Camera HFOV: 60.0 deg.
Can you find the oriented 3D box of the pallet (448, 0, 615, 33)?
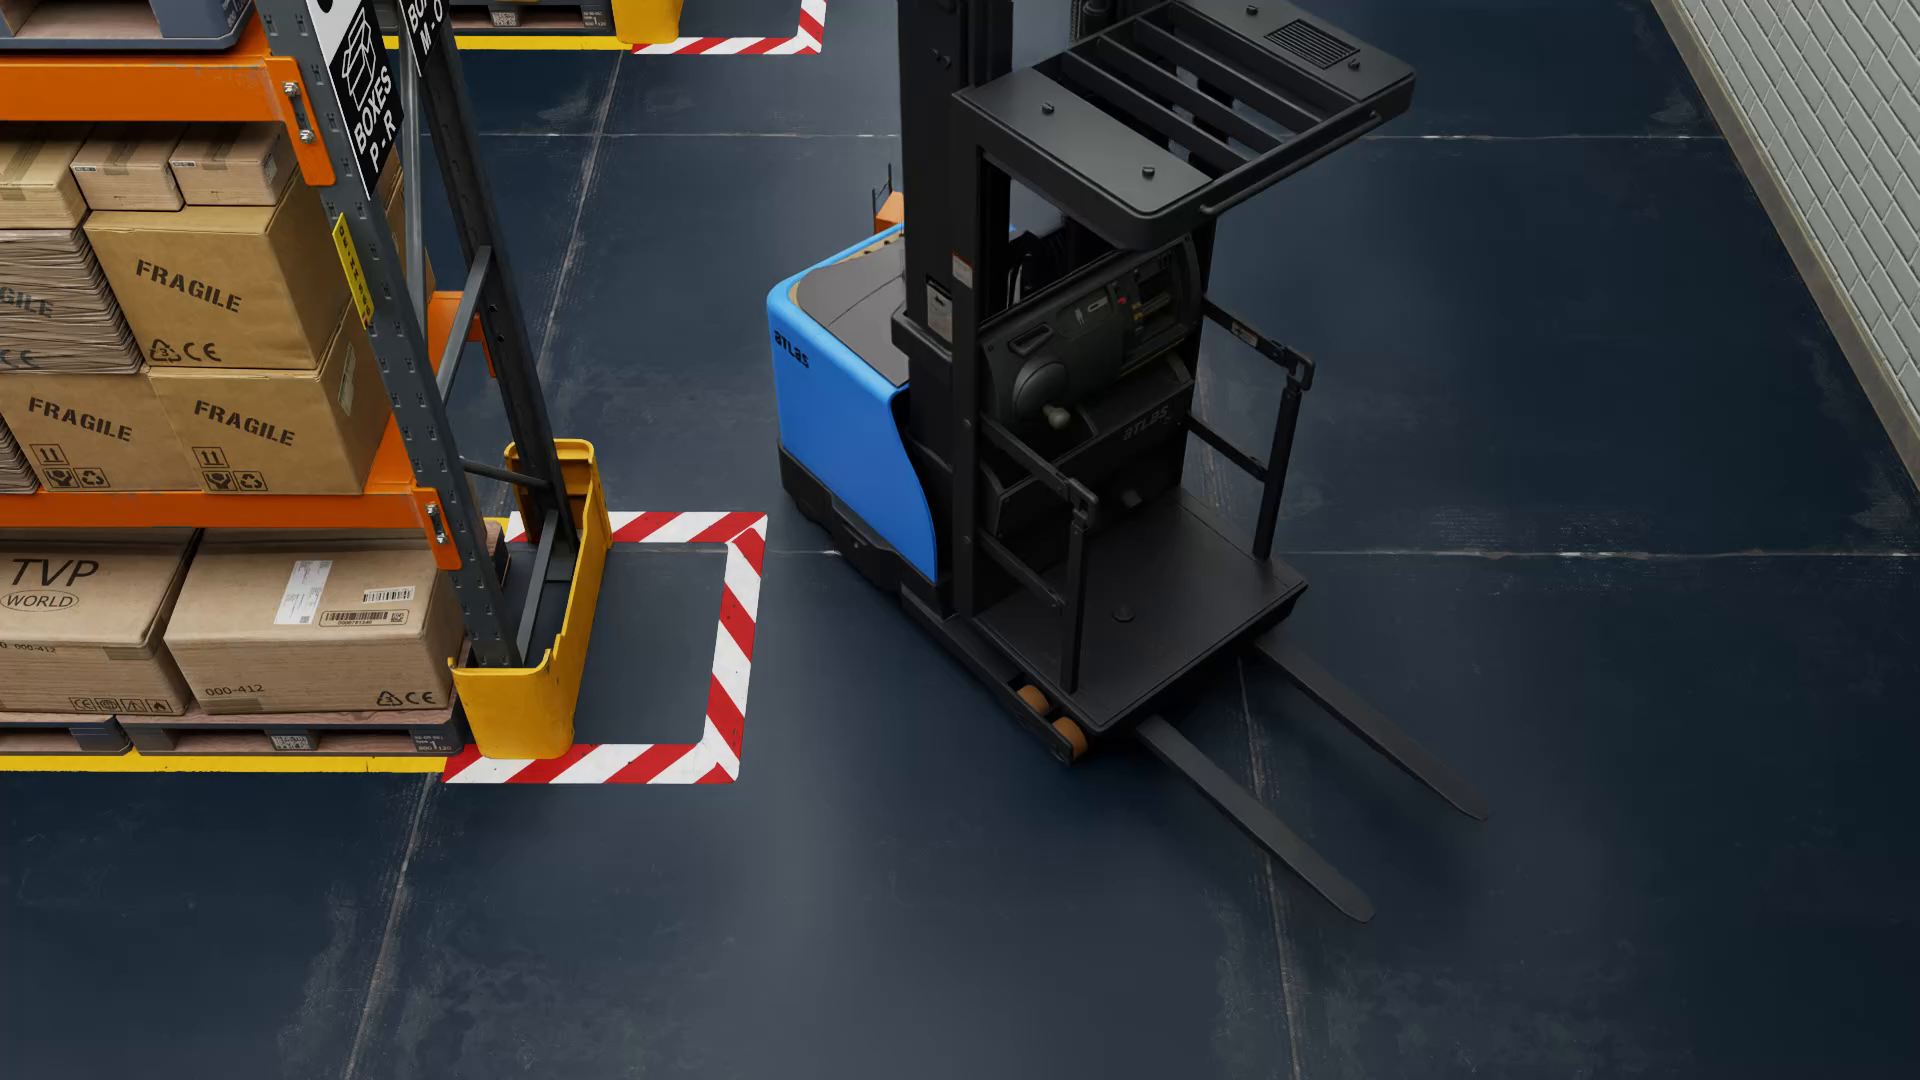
[{"bbox_3d":[-2.595,-3.350,9.805,1.213,0.211,1.003,0,47,0],"label":"pallet"}]

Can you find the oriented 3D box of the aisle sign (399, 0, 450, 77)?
[{"bbox_3d":[-1.551,-1.746,4.631,0.004,0.787,0.394,0,47,0],"label":"aisle sign"}]

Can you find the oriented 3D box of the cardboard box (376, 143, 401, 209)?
[{"bbox_3d":[-2.103,-1.233,5.178,0.500,0.500,0.500,-1,47,-1],"label":"cardboard box"}]

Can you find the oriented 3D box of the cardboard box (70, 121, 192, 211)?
[{"bbox_3d":[-2.238,-1.081,4.594,0.250,0.149,0.380,1,47,1],"label":"cardboard box"}]

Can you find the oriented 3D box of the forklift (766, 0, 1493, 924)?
[{"bbox_3d":[0.587,-0.611,5.397,1.130,2.935,3.031,-32,55,-26],"label":"forklift"}]

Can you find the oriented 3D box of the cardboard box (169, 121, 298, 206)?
[{"bbox_3d":[-1.984,-1.098,4.609,0.250,0.149,0.380,1,47,1],"label":"cardboard box"}]

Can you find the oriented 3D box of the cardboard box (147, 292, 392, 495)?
[{"bbox_3d":[-2.108,-0.490,5.169,0.500,0.500,0.500,0,47,0],"label":"cardboard box"}]

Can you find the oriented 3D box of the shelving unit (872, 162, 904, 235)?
[{"bbox_3d":[-0.205,-1.099,7.136,0.252,1.050,0.215,14,49,13],"label":"shelving unit"}]

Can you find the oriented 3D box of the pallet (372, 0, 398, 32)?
[{"bbox_3d":[-3.812,-3.355,9.810,1.213,0.211,1.003,0,47,0],"label":"pallet"}]

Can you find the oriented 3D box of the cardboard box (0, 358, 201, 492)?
[{"bbox_3d":[-2.610,-0.502,5.181,0.500,0.500,0.500,-1,47,-1],"label":"cardboard box"}]

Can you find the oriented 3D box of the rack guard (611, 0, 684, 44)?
[{"bbox_3d":[-1.783,-3.420,9.673,0.348,0.500,1.175,0,47,0],"label":"rack guard"}]

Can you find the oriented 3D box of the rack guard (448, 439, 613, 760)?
[{"bbox_3d":[-1.601,0.204,6.300,0.348,0.500,1.175,0,47,0],"label":"rack guard"}]

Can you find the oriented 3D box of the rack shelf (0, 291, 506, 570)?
[{"bbox_3d":[-3.625,-0.408,5.653,4.000,0.370,1.077,0,47,0],"label":"rack shelf"}]

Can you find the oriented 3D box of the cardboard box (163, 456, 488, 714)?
[{"bbox_3d":[-2.285,0.153,6.103,0.875,0.438,0.875,-1,47,-1],"label":"cardboard box"}]

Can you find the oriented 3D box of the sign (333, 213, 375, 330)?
[{"bbox_3d":[-1.640,-0.726,4.505,0.005,0.325,0.100,0,47,0],"label":"sign"}]

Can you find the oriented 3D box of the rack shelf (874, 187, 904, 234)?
[{"bbox_3d":[-0.205,-1.286,6.937,0.240,0.259,0.215,14,49,13],"label":"rack shelf"}]

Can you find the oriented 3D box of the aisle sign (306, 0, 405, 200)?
[{"bbox_3d":[-1.554,-1.307,4.222,0.004,0.787,0.394,0,47,0],"label":"aisle sign"}]

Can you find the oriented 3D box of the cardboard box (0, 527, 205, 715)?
[{"bbox_3d":[-3.200,0.157,6.099,0.875,0.438,0.875,1,47,1],"label":"cardboard box"}]

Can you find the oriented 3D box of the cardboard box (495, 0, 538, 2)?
[{"bbox_3d":[-2.492,-3.219,9.438,0.250,0.149,0.380,1,47,1],"label":"cardboard box"}]

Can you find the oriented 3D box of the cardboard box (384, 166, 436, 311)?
[{"bbox_3d":[-2.103,-0.894,5.545,0.500,0.500,0.500,0,47,0],"label":"cardboard box"}]

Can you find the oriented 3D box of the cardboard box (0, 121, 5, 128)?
[{"bbox_3d":[-2.748,-1.051,4.566,0.250,0.149,0.380,1,47,1],"label":"cardboard box"}]

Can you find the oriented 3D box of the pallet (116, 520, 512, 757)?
[{"bbox_3d":[-2.424,0.357,6.354,1.213,0.211,1.003,0,47,0],"label":"pallet"}]

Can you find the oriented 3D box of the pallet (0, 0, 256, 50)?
[{"bbox_3d":[-2.366,-1.634,4.314,1.213,0.211,1.003,0,47,0],"label":"pallet"}]

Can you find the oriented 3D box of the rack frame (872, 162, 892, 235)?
[{"bbox_3d":[-0.320,-1.129,7.164,0.008,1.050,0.200,14,49,13],"label":"rack frame"}]

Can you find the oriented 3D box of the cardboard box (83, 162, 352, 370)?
[{"bbox_3d":[-2.107,-0.850,4.821,0.500,0.500,0.500,2,47,1],"label":"cardboard box"}]

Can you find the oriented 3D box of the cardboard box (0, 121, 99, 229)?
[{"bbox_3d":[-2.497,-1.020,4.537,0.250,0.149,0.380,0,47,0],"label":"cardboard box"}]

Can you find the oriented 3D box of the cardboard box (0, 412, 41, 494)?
[{"bbox_3d":[-3.124,-0.496,5.175,0.500,0.500,0.500,1,47,1],"label":"cardboard box"}]

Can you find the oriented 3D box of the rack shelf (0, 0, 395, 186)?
[{"bbox_3d":[-3.625,-1.430,4.555,4.000,0.370,1.077,0,47,0],"label":"rack shelf"}]

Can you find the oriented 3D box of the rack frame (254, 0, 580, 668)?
[{"bbox_3d":[-1.625,-0.648,5.385,0.127,3.000,1.000,0,47,0],"label":"rack frame"}]

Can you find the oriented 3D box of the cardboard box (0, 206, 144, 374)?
[{"bbox_3d":[-2.630,-0.830,4.803,0.500,0.500,0.500,0,47,0],"label":"cardboard box"}]

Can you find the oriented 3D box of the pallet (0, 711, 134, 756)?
[{"bbox_3d":[-3.641,0.352,6.359,1.213,0.211,1.003,0,47,0],"label":"pallet"}]
